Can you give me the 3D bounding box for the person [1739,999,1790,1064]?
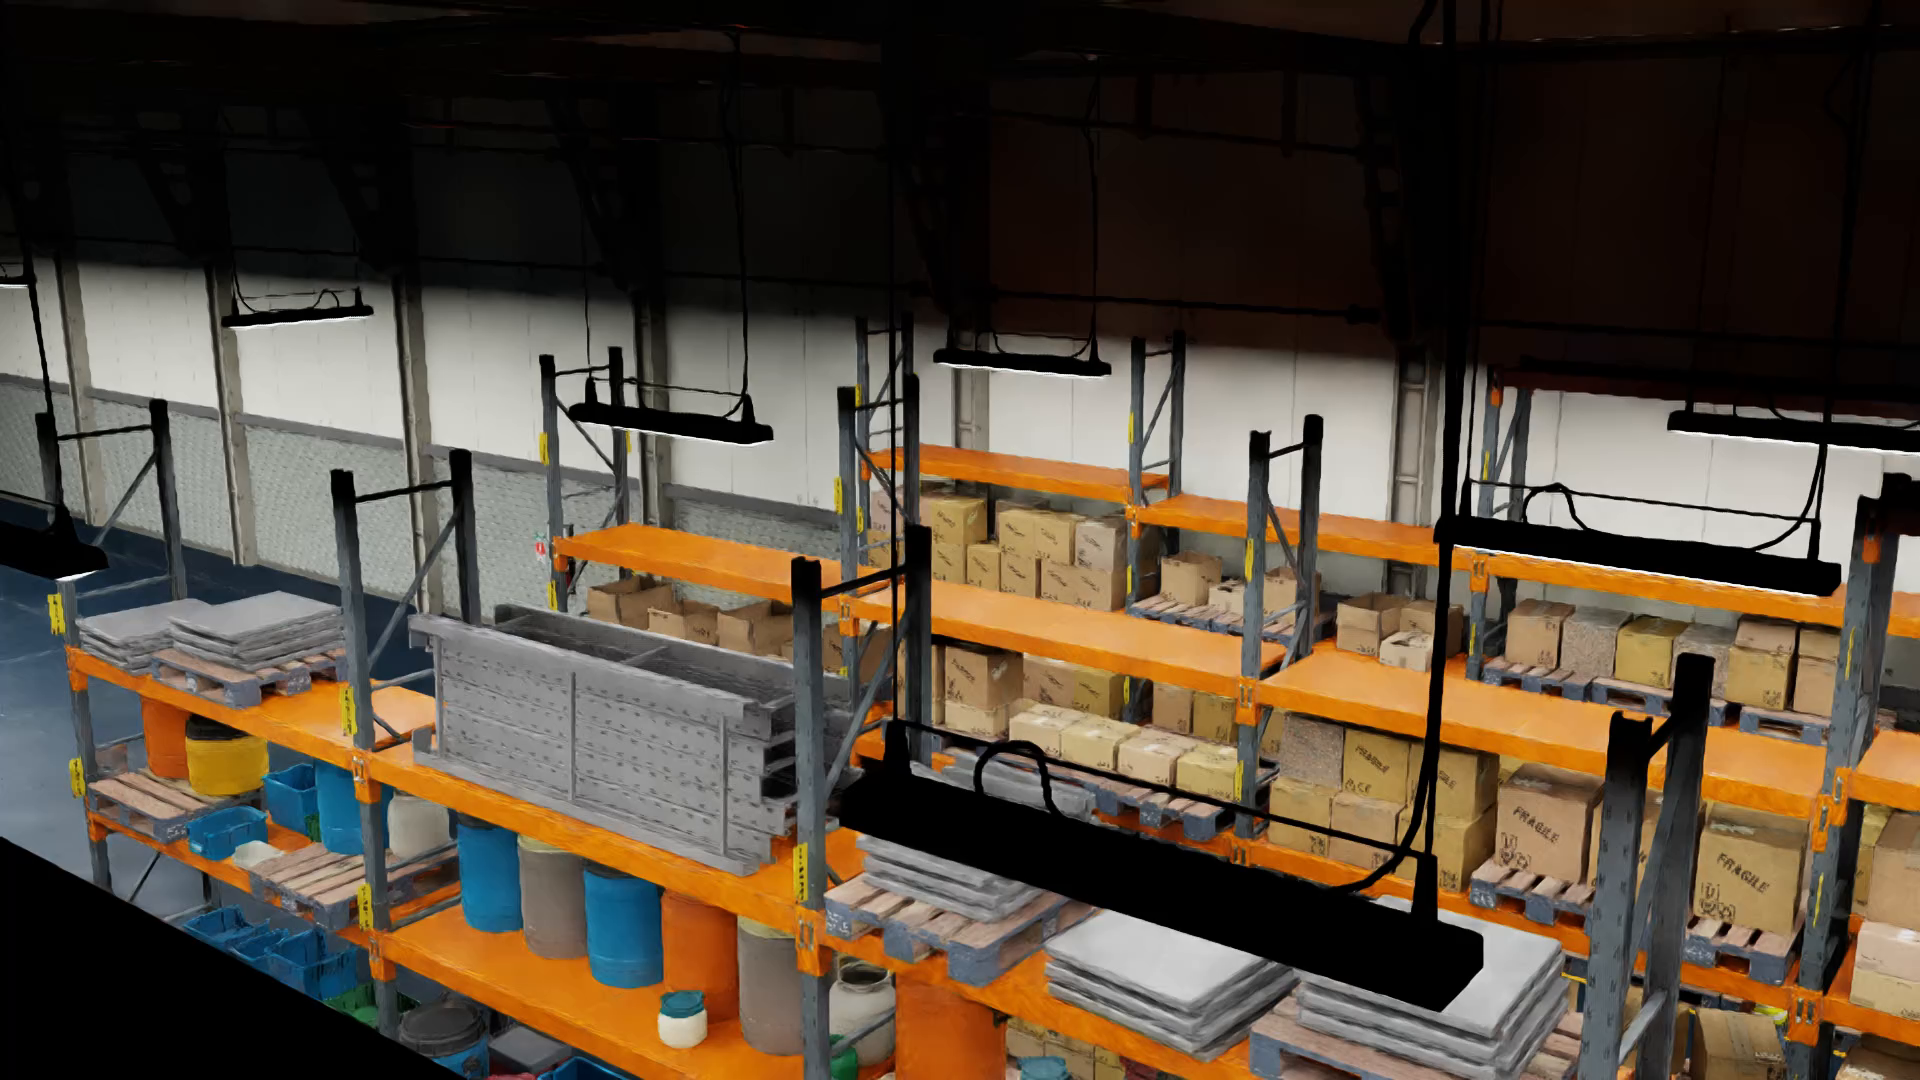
[{"bbox_3d":[6.801,4.021,14.146,1.043,1.716,0.589,9,16,35],"label":"person"}]
